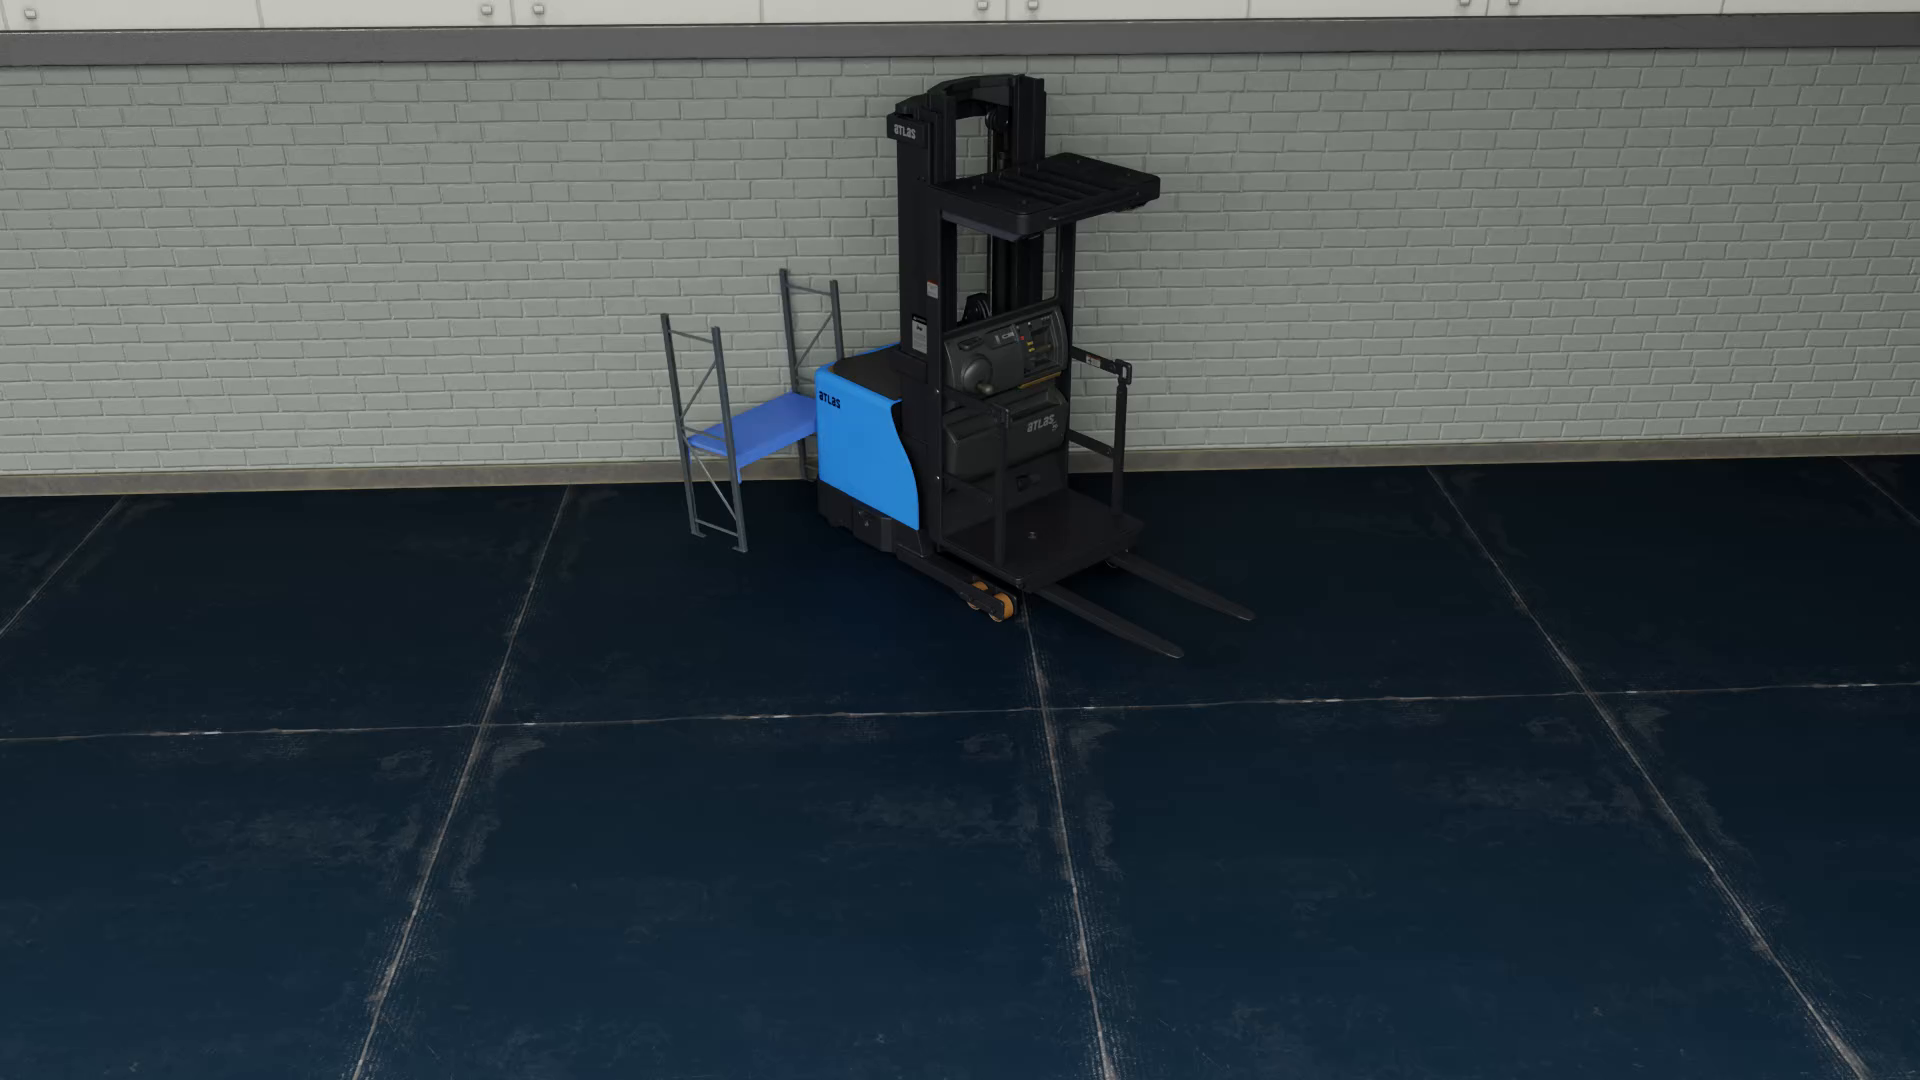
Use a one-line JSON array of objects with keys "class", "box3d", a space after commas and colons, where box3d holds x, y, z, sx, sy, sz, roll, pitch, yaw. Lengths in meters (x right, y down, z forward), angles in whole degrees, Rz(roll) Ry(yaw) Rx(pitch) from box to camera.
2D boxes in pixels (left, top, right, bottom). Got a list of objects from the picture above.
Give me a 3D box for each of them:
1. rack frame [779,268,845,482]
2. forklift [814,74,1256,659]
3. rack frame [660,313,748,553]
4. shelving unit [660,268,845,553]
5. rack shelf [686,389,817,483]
[{"class": "rack frame", "box3d": [-0.938, -1.038, 11.034, 0.500, 1.500, 0.032, 18, 34, 36]}, {"class": "forklift", "box3d": [0.420, -1.084, 9.658, 1.130, 2.935, 3.031, -23, 35, -36]}, {"class": "rack frame", "box3d": [-1.588, -0.654, 10.353, 0.500, 1.500, 0.032, 18, 34, 36]}, {"class": "shelving unit", "box3d": [-1.263, -0.846, 10.693, 0.538, 1.500, 1.048, 18, 34, 36]}, {"class": "rack shelf", "box3d": [-1.253, -0.686, 10.774, 0.538, 0.185, 1.000, 18, 34, 36]}]
